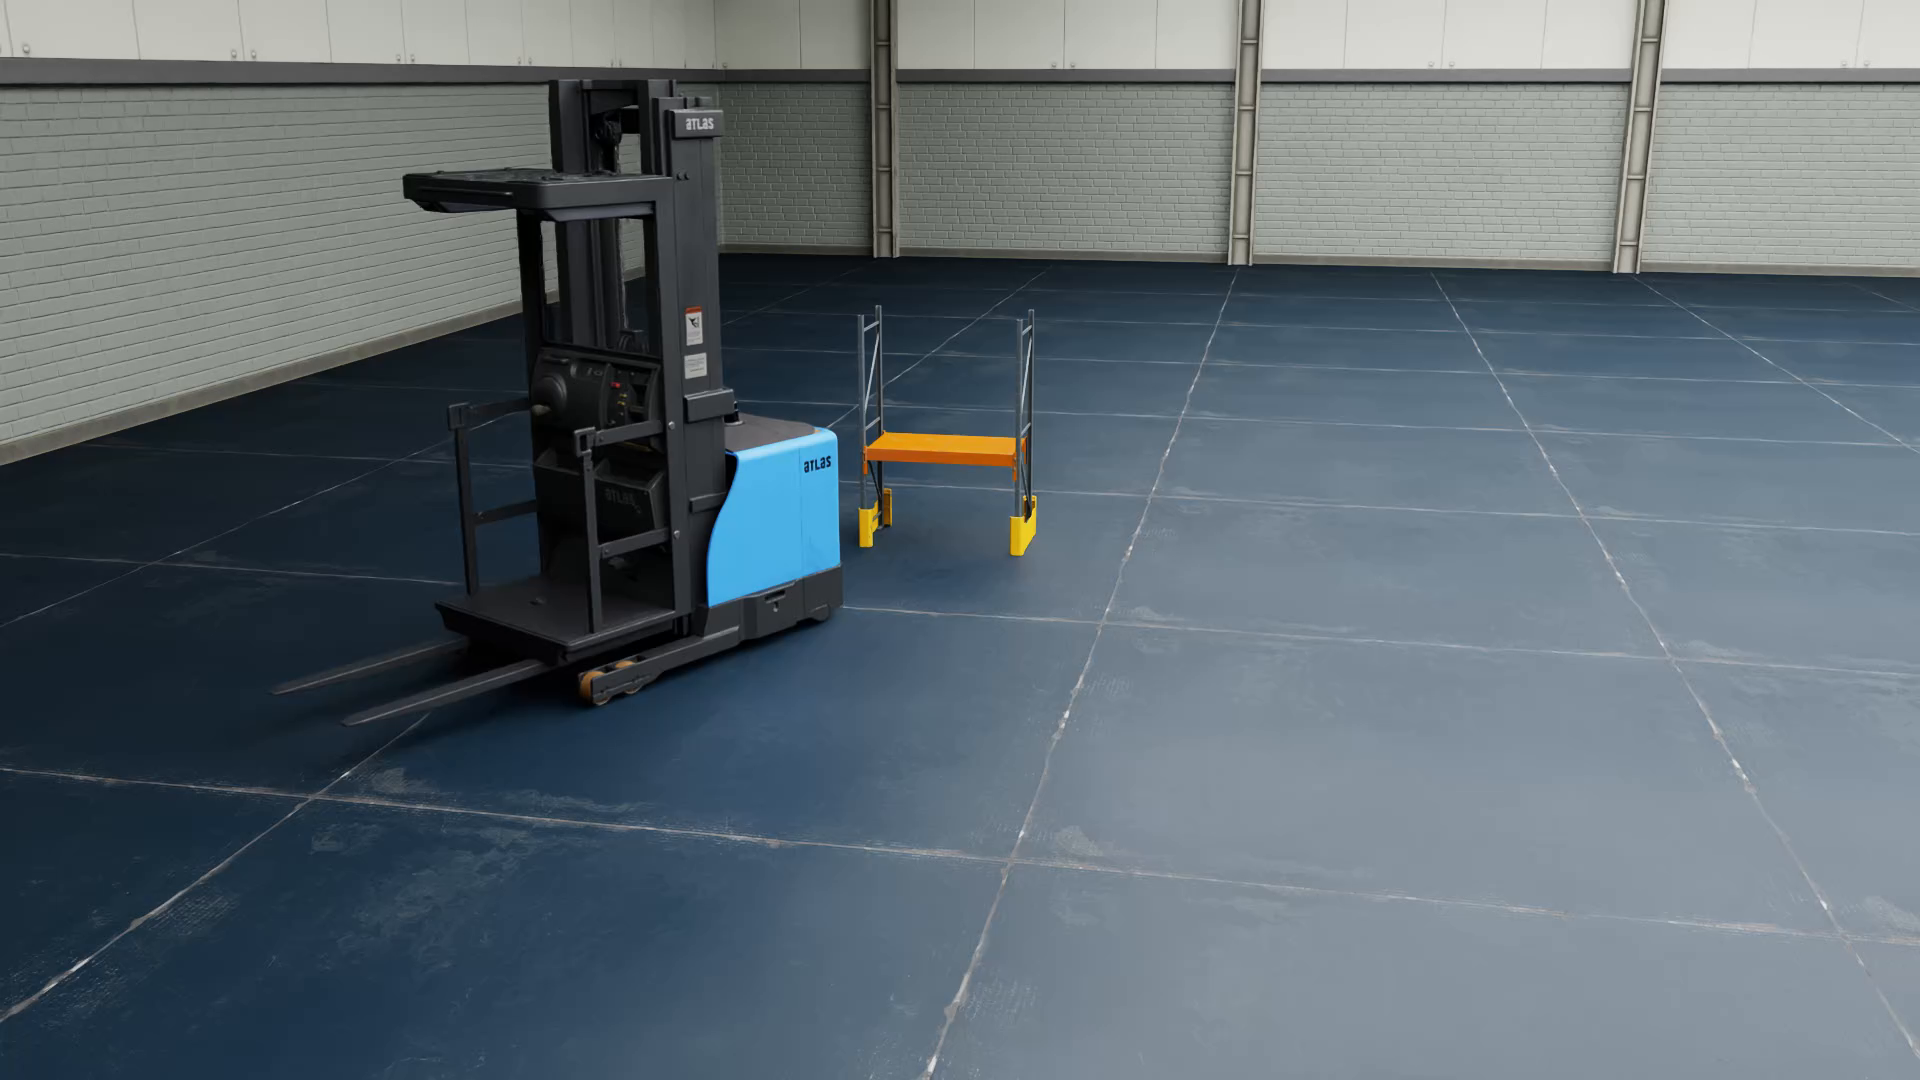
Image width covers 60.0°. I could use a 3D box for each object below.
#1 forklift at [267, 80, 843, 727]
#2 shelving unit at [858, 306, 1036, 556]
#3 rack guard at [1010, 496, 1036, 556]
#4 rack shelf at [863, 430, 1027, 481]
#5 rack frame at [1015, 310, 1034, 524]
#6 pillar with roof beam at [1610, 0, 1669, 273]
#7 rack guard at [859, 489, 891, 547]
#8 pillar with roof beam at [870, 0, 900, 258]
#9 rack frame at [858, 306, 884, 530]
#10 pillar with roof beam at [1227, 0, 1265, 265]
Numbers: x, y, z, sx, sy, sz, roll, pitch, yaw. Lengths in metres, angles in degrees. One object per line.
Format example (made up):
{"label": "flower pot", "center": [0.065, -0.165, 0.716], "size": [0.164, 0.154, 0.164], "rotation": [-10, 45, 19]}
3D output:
{"label": "forklift", "center": [-1.977, -0.759, 8.241], "size": [1.130, 2.935, 3.031], "rotation": [12, 20, 37]}
{"label": "shelving unit", "center": [-0.075, -0.727, 10.806], "size": [1.083, 1.500, 0.587], "rotation": [3, 16, 11]}
{"label": "rack guard", "center": [0.413, -0.098, 10.878], "size": [0.087, 0.250, 0.587], "rotation": [3, 16, 11]}
{"label": "rack shelf", "center": [-0.084, -0.554, 10.856], "size": [1.000, 0.185, 0.538], "rotation": [3, 16, 11]}
{"label": "rack frame", "center": [0.415, -0.700, 10.711], "size": [0.032, 1.500, 0.500], "rotation": [3, 16, 11]}
{"label": "pillar with roof beam", "center": [9.641, -7.443, 21.004], "size": [0.400, 9.000, 9.100], "rotation": [3, 16, 11]}
{"label": "rack guard", "center": [-0.563, -0.151, 11.069], "size": [0.087, 0.250, 0.587], "rotation": [3, 16, 11]}
{"label": "pillar with roof beam", "center": [-2.118, -8.081, 23.308], "size": [0.400, 9.000, 9.100], "rotation": [3, 16, 11]}
{"label": "rack frame", "center": [-0.582, -0.754, 10.906], "size": [0.032, 1.500, 0.500], "rotation": [3, 16, 11]}
{"label": "pillar with roof beam", "center": [3.761, -7.762, 22.156], "size": [0.400, 9.000, 9.100], "rotation": [3, 16, 11]}
